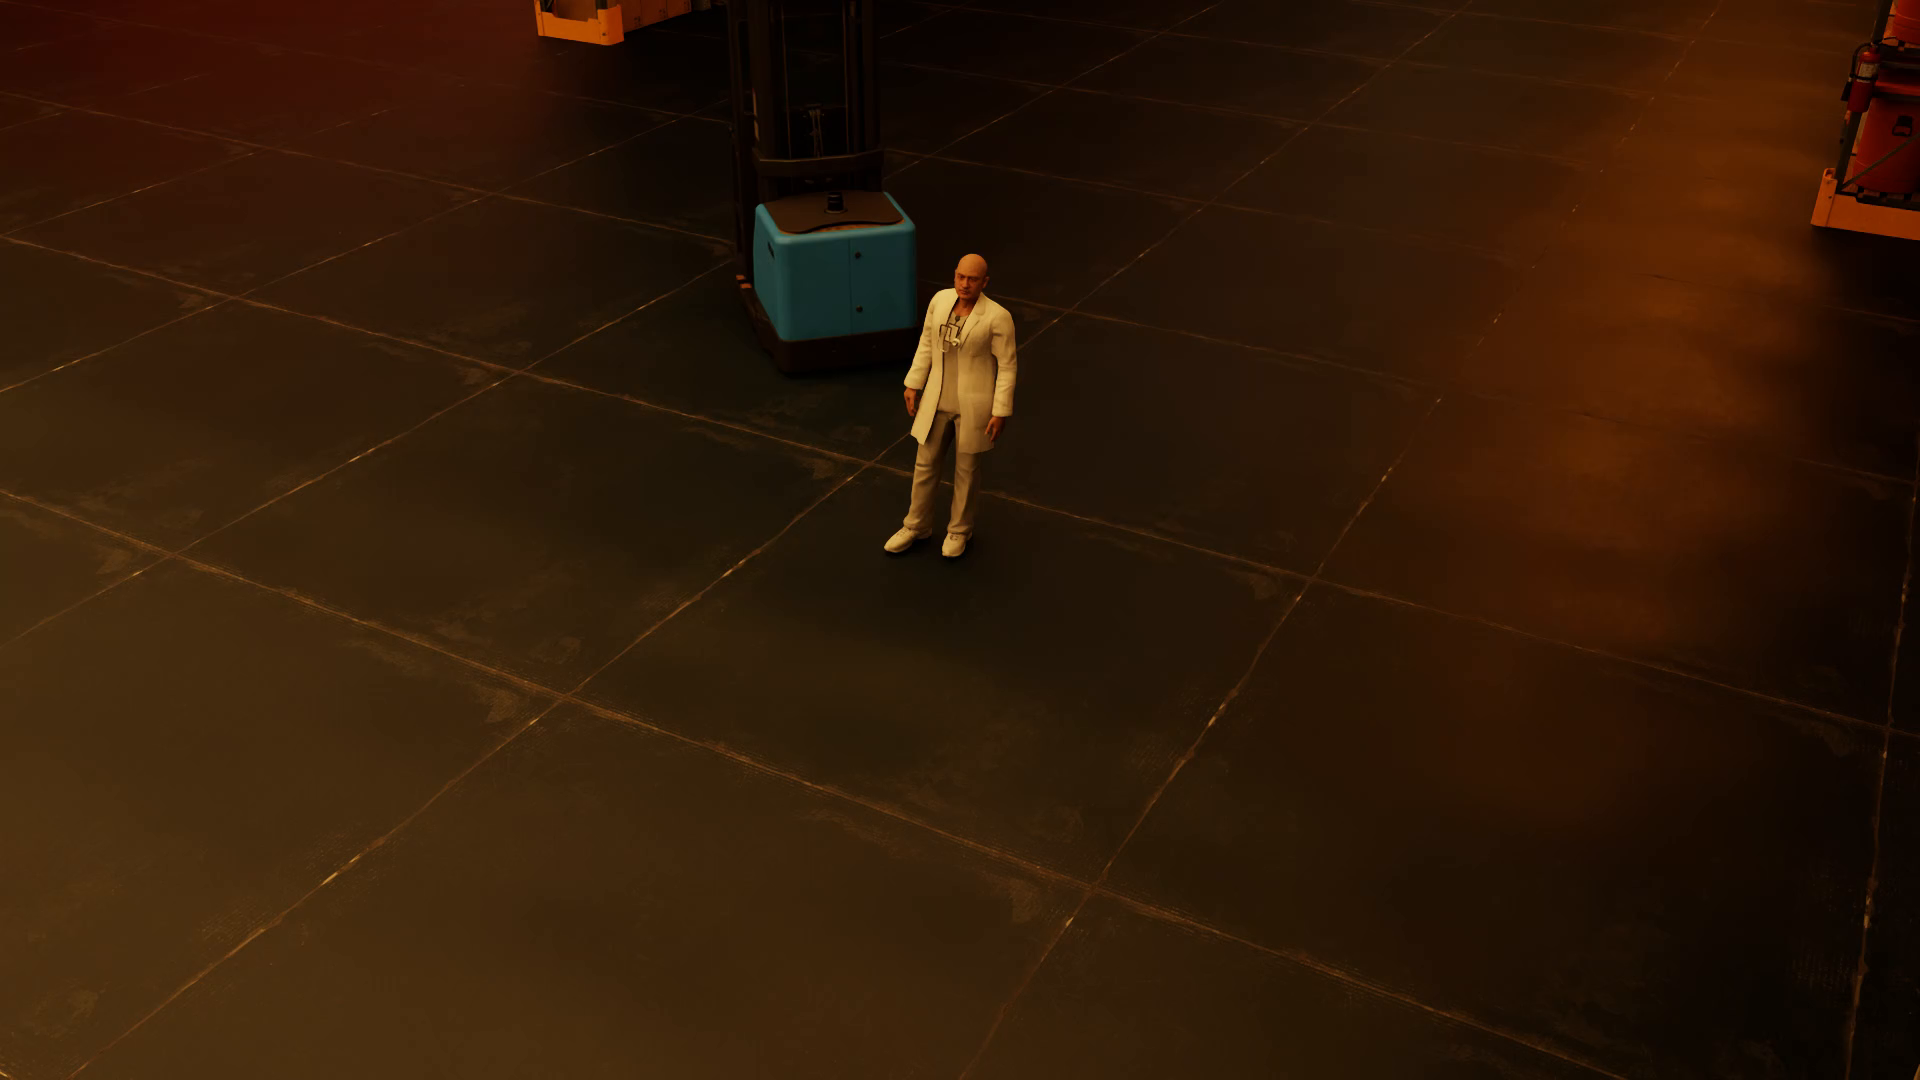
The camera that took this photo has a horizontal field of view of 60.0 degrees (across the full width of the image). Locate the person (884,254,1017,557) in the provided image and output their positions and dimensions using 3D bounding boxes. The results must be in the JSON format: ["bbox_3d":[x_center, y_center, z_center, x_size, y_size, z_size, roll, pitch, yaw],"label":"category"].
[{"bbox_3d":[-0.048,-0.737,9.487,0.698,1.777,0.578,15,33,25],"label":"person"}]

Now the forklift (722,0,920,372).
[{"bbox_3d":[-1.207,-3.197,12.611,1.130,2.935,3.031,-9,31,-14],"label":"forklift"}]
